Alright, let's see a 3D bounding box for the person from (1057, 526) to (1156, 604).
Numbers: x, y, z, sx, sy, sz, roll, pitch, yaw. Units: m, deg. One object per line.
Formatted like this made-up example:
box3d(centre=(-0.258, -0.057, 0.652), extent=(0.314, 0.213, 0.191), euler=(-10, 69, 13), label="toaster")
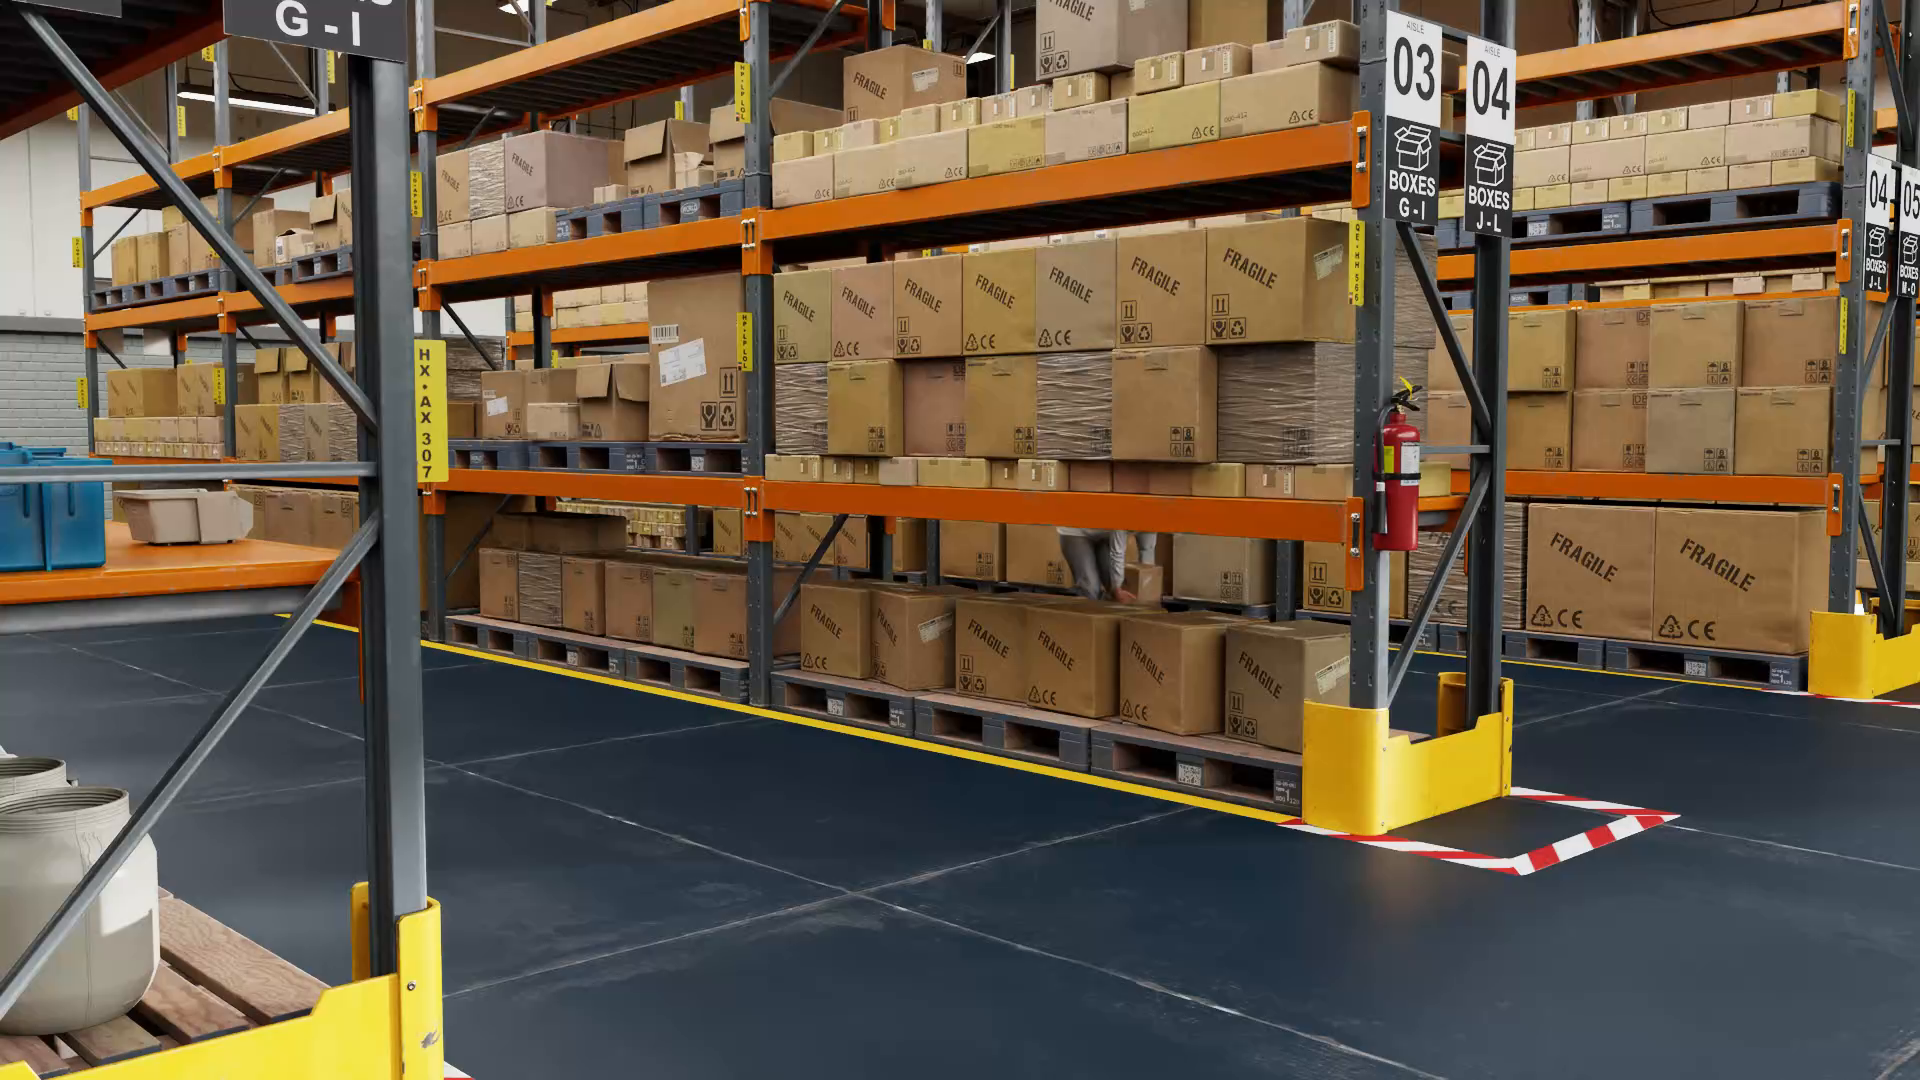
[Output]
box3d(centre=(1.112, 0.207, 11.358), extent=(0.981, 1.258, 0.462), euler=(4, 5, 44), label="person")
